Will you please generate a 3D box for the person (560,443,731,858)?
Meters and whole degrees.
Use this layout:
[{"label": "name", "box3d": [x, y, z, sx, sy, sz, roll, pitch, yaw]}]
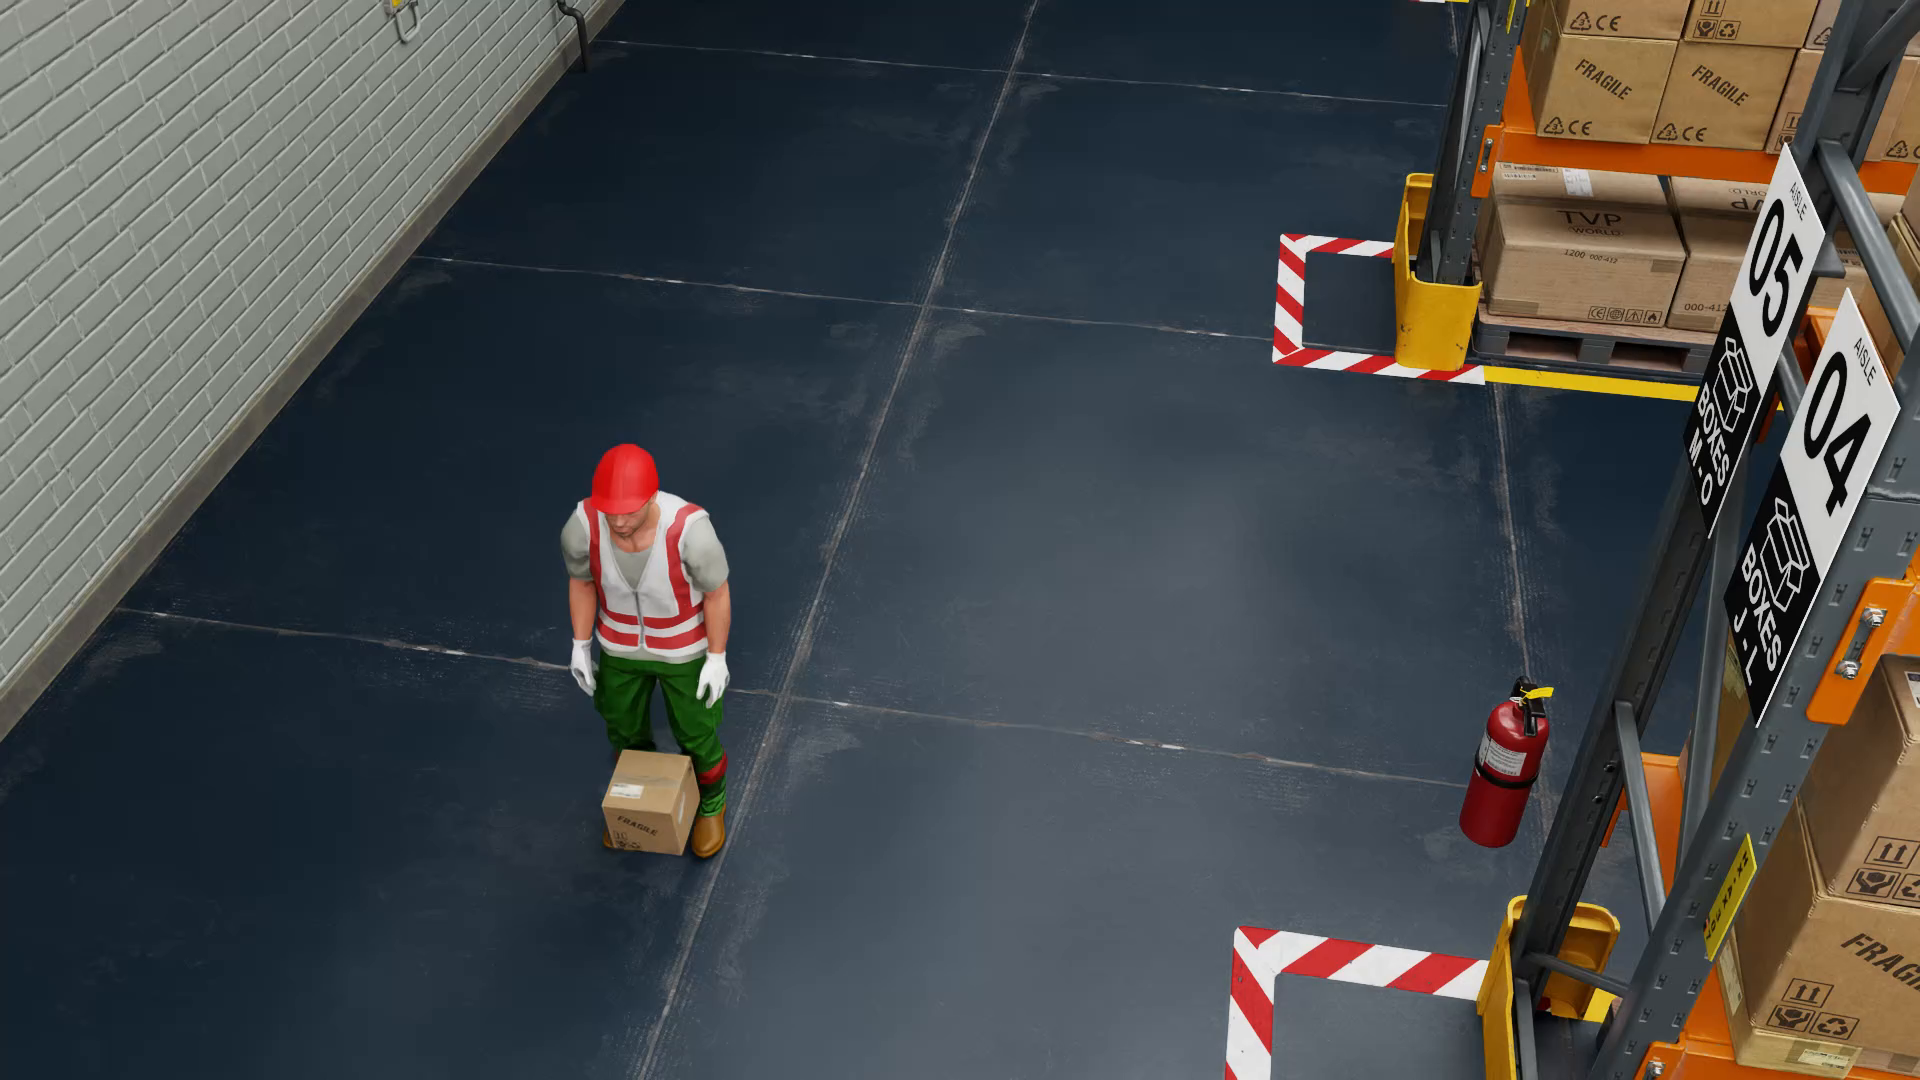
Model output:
[{"label": "person", "box3d": [-1.046, 0.377, 5.695, 0.558, 1.783, 0.427, 5, 40, 6]}]
